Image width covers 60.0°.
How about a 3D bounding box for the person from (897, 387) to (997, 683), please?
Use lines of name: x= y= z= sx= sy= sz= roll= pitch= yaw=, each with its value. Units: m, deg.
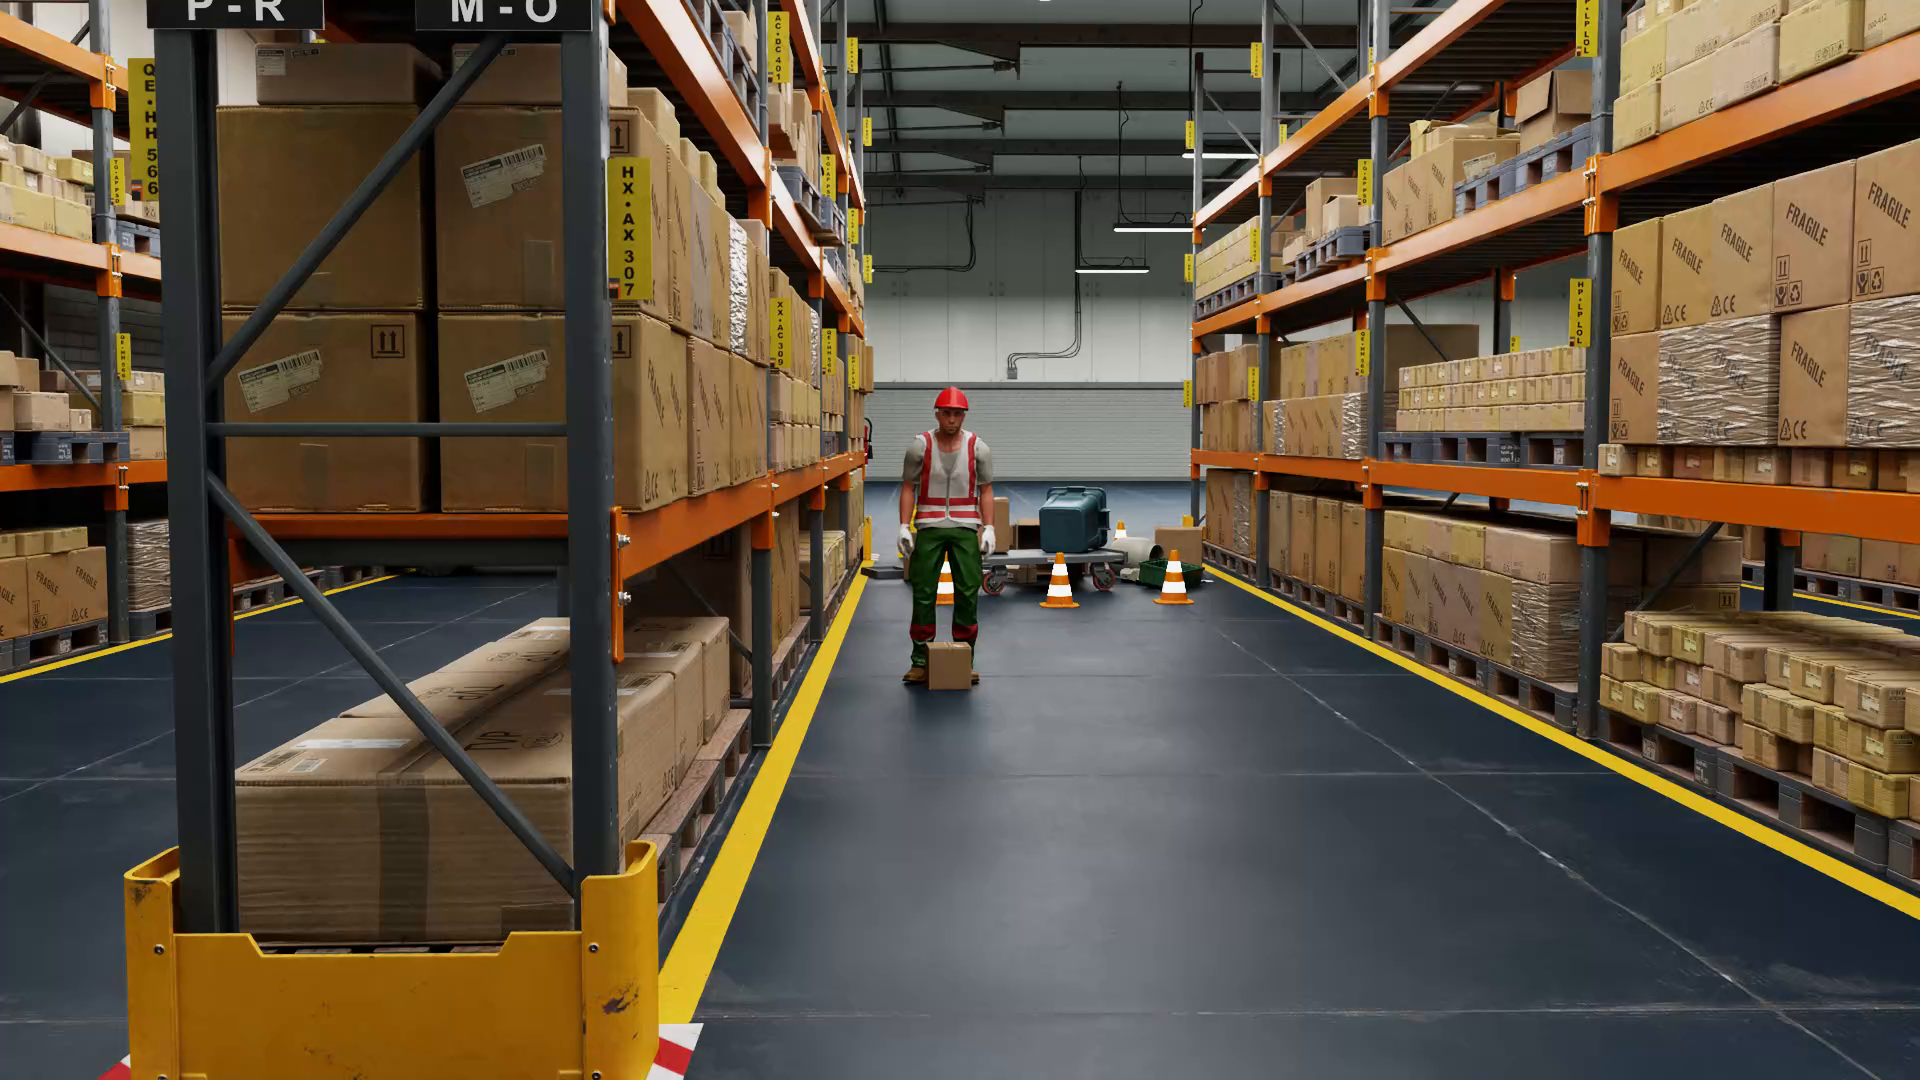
person: x=-0.081 y=-0.031 z=10.040 sx=0.604 sy=1.778 sz=0.450 roll=0 pitch=4 yaw=-3
